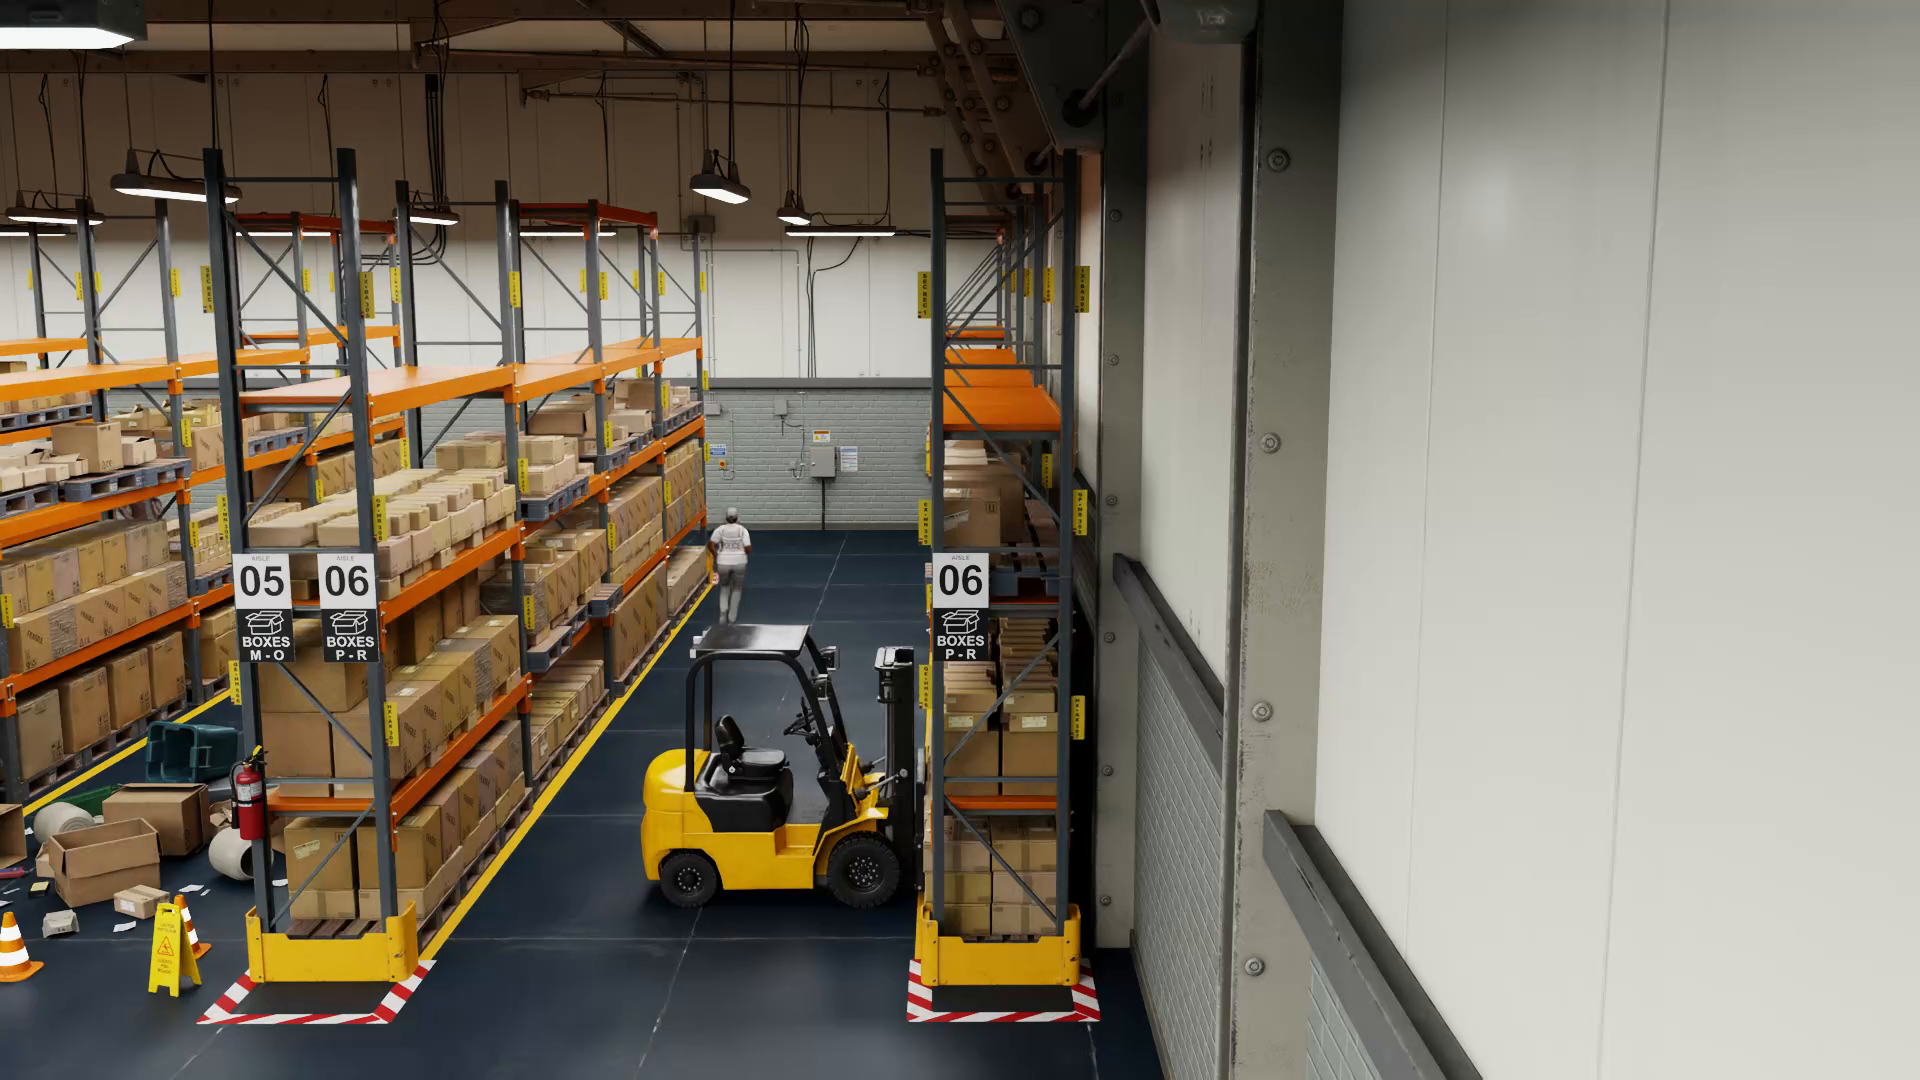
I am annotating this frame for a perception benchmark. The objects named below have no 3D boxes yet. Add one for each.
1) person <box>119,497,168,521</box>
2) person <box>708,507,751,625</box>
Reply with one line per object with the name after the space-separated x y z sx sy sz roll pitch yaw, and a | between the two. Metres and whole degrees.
-14.182 -0.304 29.011 0.536 1.724 0.770 4 10 22 | person
-3.199 0.375 23.275 0.579 1.688 0.576 0 9 1 | person
